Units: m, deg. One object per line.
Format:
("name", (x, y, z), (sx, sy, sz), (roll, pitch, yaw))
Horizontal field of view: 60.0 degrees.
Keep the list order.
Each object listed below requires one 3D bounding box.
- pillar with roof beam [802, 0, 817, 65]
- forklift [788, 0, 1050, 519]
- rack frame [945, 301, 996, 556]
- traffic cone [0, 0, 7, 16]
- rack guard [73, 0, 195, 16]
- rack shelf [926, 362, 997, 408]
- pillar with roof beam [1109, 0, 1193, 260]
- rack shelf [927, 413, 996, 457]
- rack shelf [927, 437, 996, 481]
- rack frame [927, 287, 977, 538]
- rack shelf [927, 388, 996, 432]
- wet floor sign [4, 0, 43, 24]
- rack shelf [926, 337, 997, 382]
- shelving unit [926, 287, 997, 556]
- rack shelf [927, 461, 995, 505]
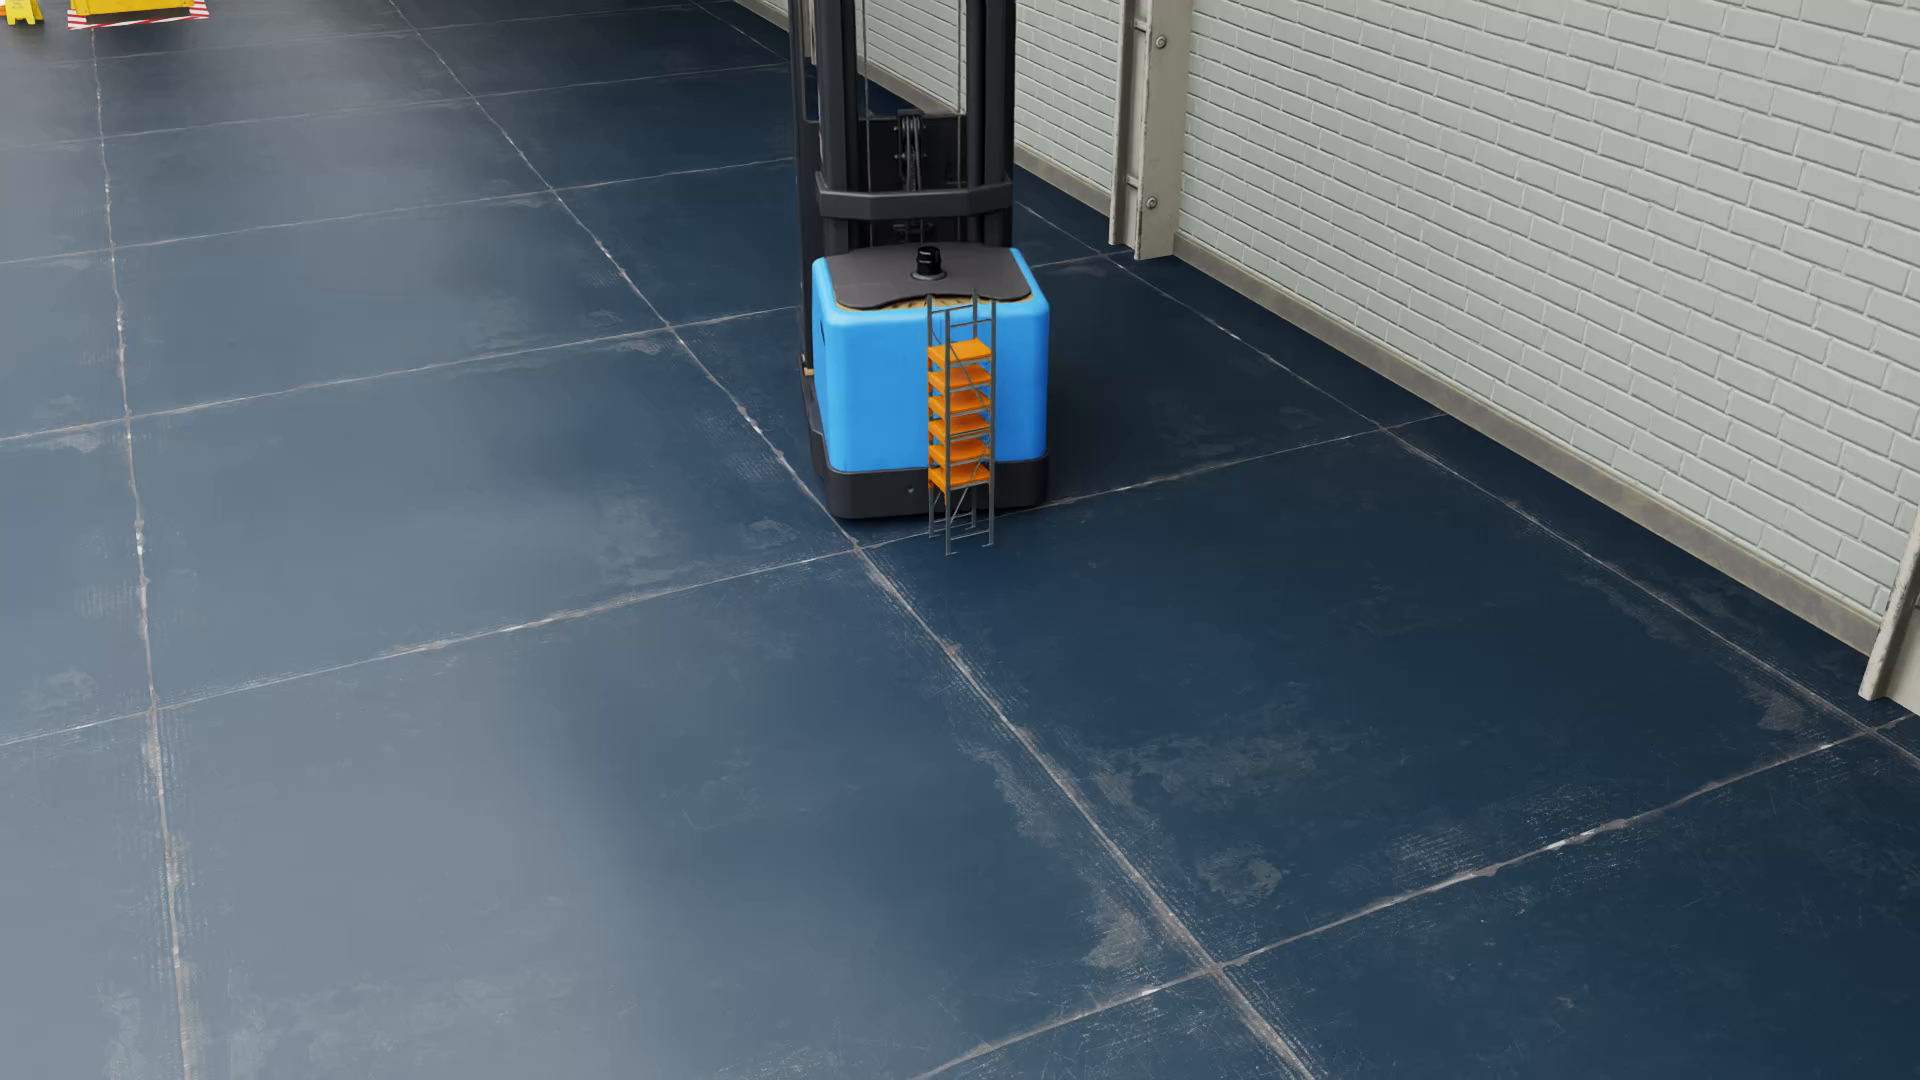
("pillar with roof beam", (-5.226, -7.652, 12.196), (9.100, 9.000, 0.400), (-13, 32, -22))
("forklift", (-0.313, -2.078, 8.459), (1.130, 2.935, 3.031), (-4, 30, -8))
("rack frame", (0.046, -0.477, 7.373), (0.240, 1.200, 0.006), (-13, 32, -22))
("traffic cone", (-10.260, -5.862, 17.731), (0.336, 0.463, 0.334), (-13, 32, -22))
("rack guard", (-8.943, -5.993, 17.926), (1.175, 0.500, 0.348), (-13, 32, -22))
("rack shelf", (0.006, -0.688, 7.349), (0.258, 0.103, 0.180), (-13, 32, -22))
("pillar with roof beam", (-2.650, -5.002, 7.469), (9.100, 9.000, 0.400), (-13, 32, -22))
("rack shelf", (0.006, -0.478, 7.467), (0.258, 0.103, 0.180), (-13, 32, -22))
("rack shelf", (0.006, -0.374, 7.526), (0.258, 0.103, 0.180), (-13, 32, -22))
("rack frame", (-0.033, -0.557, 7.517), (0.240, 1.200, 0.006), (-13, 32, -22))
("rack shelf", (0.006, -0.583, 7.408), (0.258, 0.103, 0.180), (-13, 32, -22))
("wet floor sign", (-9.795, -5.714, 17.280), (0.267, 0.644, 0.232), (-3, 29, -5))
("rack shelf", (0.006, -0.792, 7.291), (0.258, 0.103, 0.180), (-13, 32, -22))
("shelving unit", (0.006, -0.517, 7.445), (0.258, 1.200, 0.189), (-13, 32, -22))
("rack shelf", (0.006, -0.269, 7.584), (0.258, 0.103, 0.180), (-13, 32, -22))
